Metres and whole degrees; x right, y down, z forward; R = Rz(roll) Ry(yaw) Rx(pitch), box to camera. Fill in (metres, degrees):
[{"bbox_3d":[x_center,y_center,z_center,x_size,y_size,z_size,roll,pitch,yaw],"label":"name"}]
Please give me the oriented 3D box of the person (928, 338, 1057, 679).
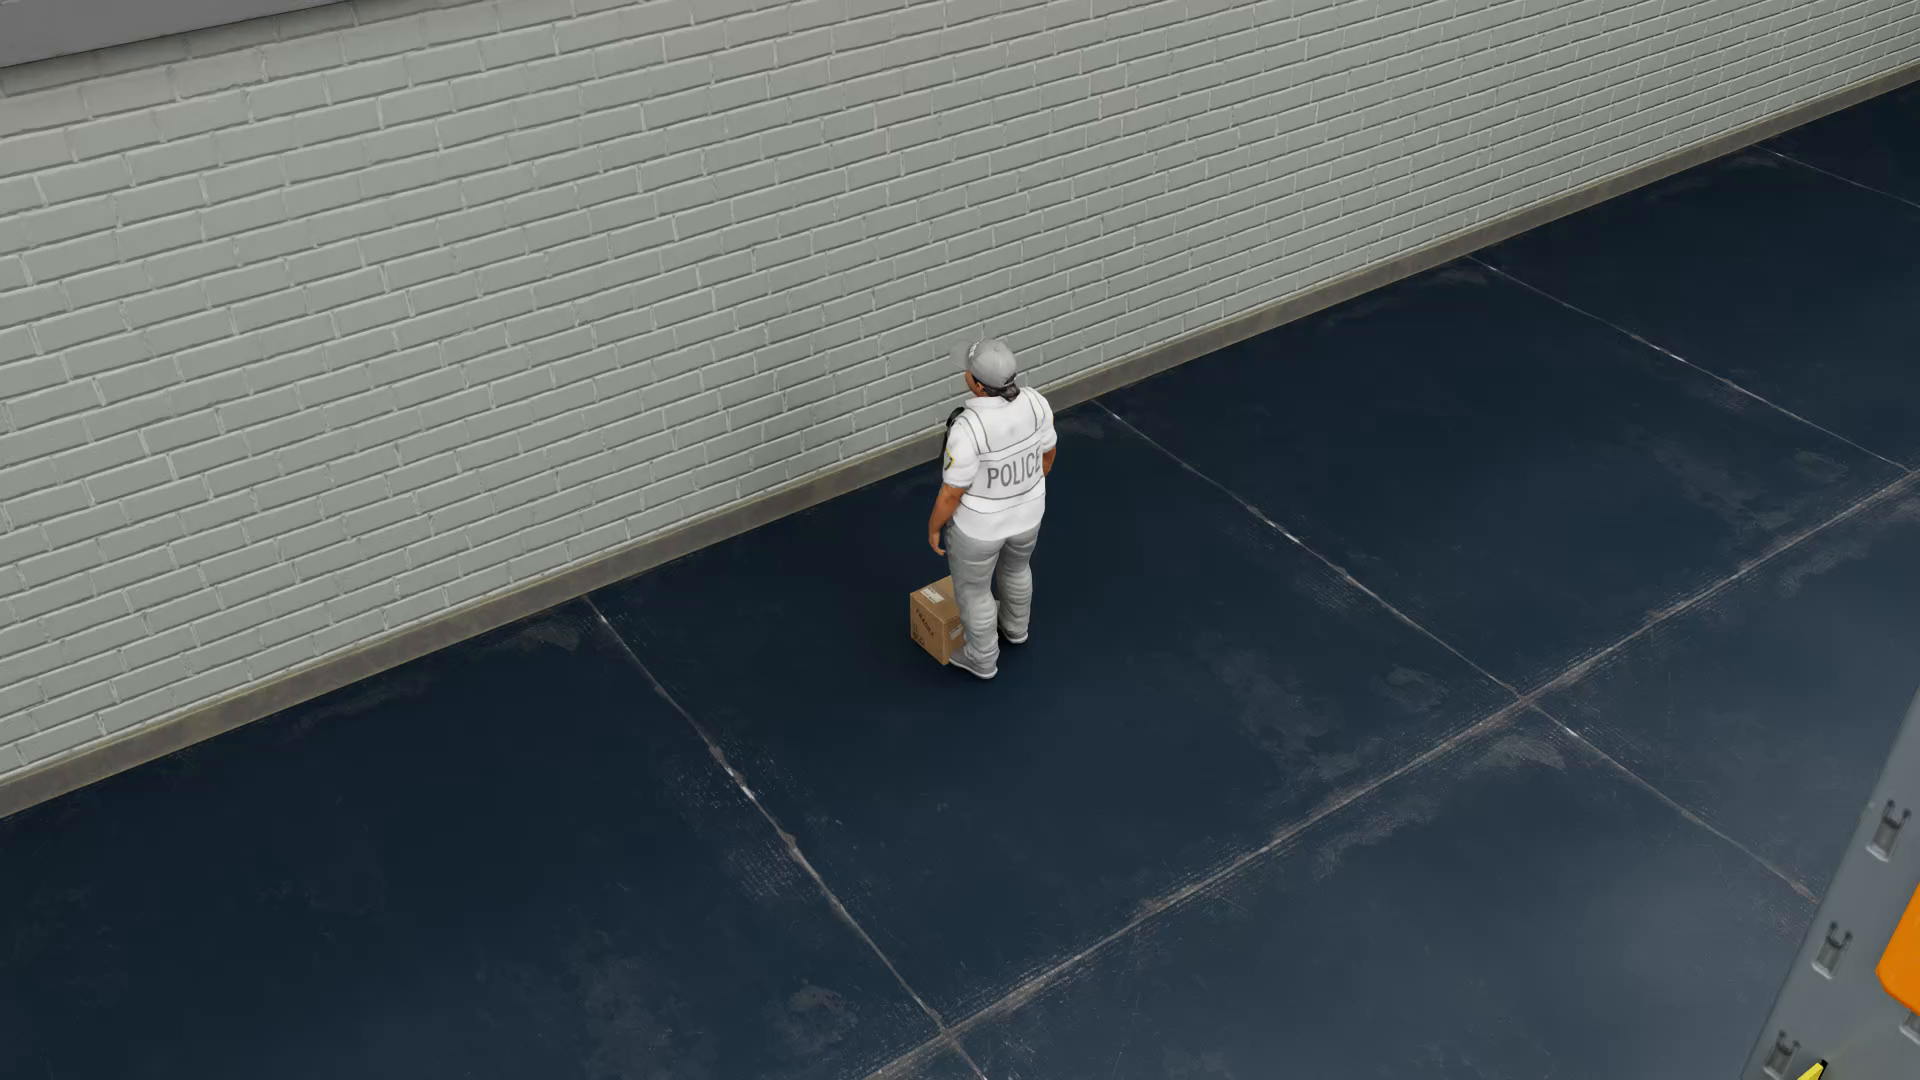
[{"bbox_3d":[0.095,-0.148,6.829,0.599,1.670,0.529,-23,42,-27],"label":"person"}]
